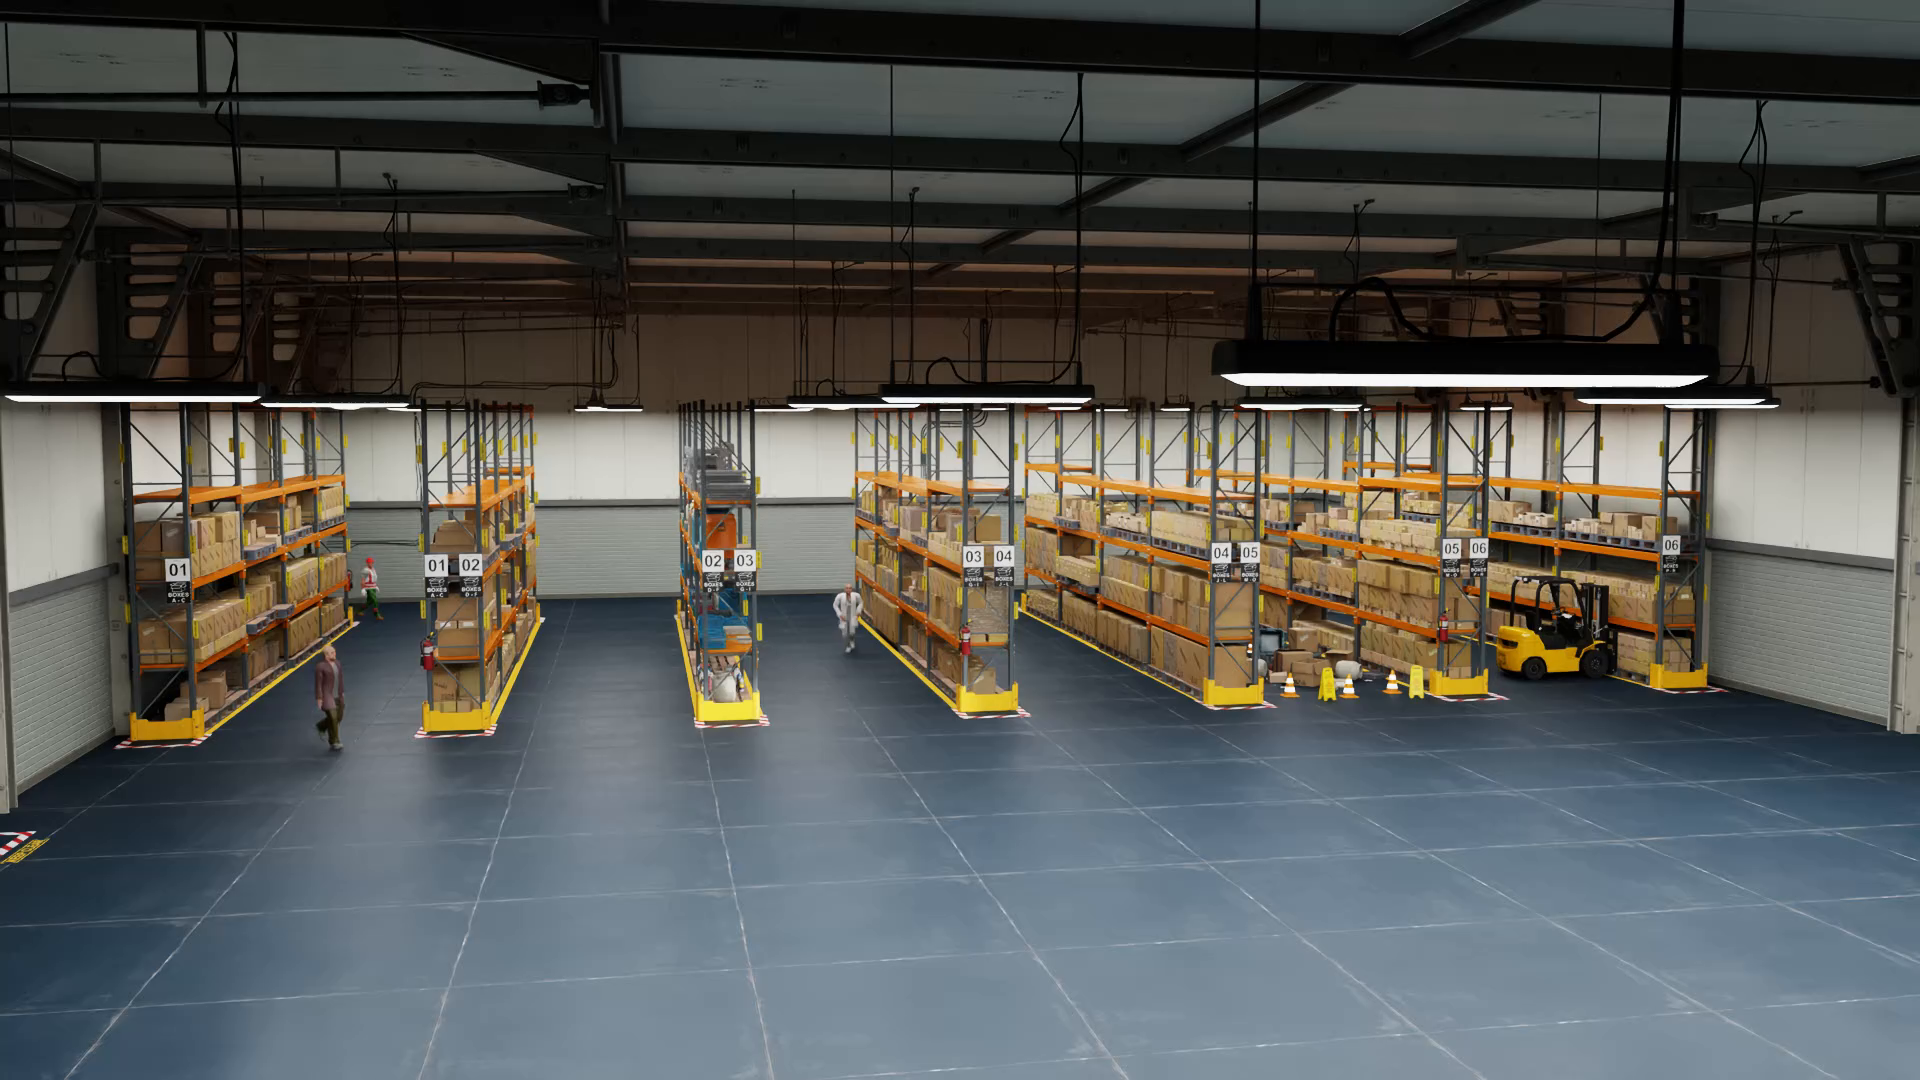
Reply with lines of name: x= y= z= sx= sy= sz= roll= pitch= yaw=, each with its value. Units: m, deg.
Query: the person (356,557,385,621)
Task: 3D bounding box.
person: x=-16.425 y=1.360 z=46.197 sx=0.968 sy=1.761 sz=0.556 roll=1 pitch=4 yaw=11

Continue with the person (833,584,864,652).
person: x=-2.686 y=1.871 z=40.011 sx=0.730 sy=1.687 sz=0.658 roll=0 pitch=4 yaw=-2

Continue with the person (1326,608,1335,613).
person: x=10.691 y=1.313 z=48.077 sx=0.372 sy=1.599 sz=0.445 roll=2 pitch=5 yaw=27

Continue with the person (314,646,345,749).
person: x=-10.839 y=2.722 z=28.523 sx=0.862 sy=1.661 sz=0.596 roll=3 pitch=5 yaw=30
